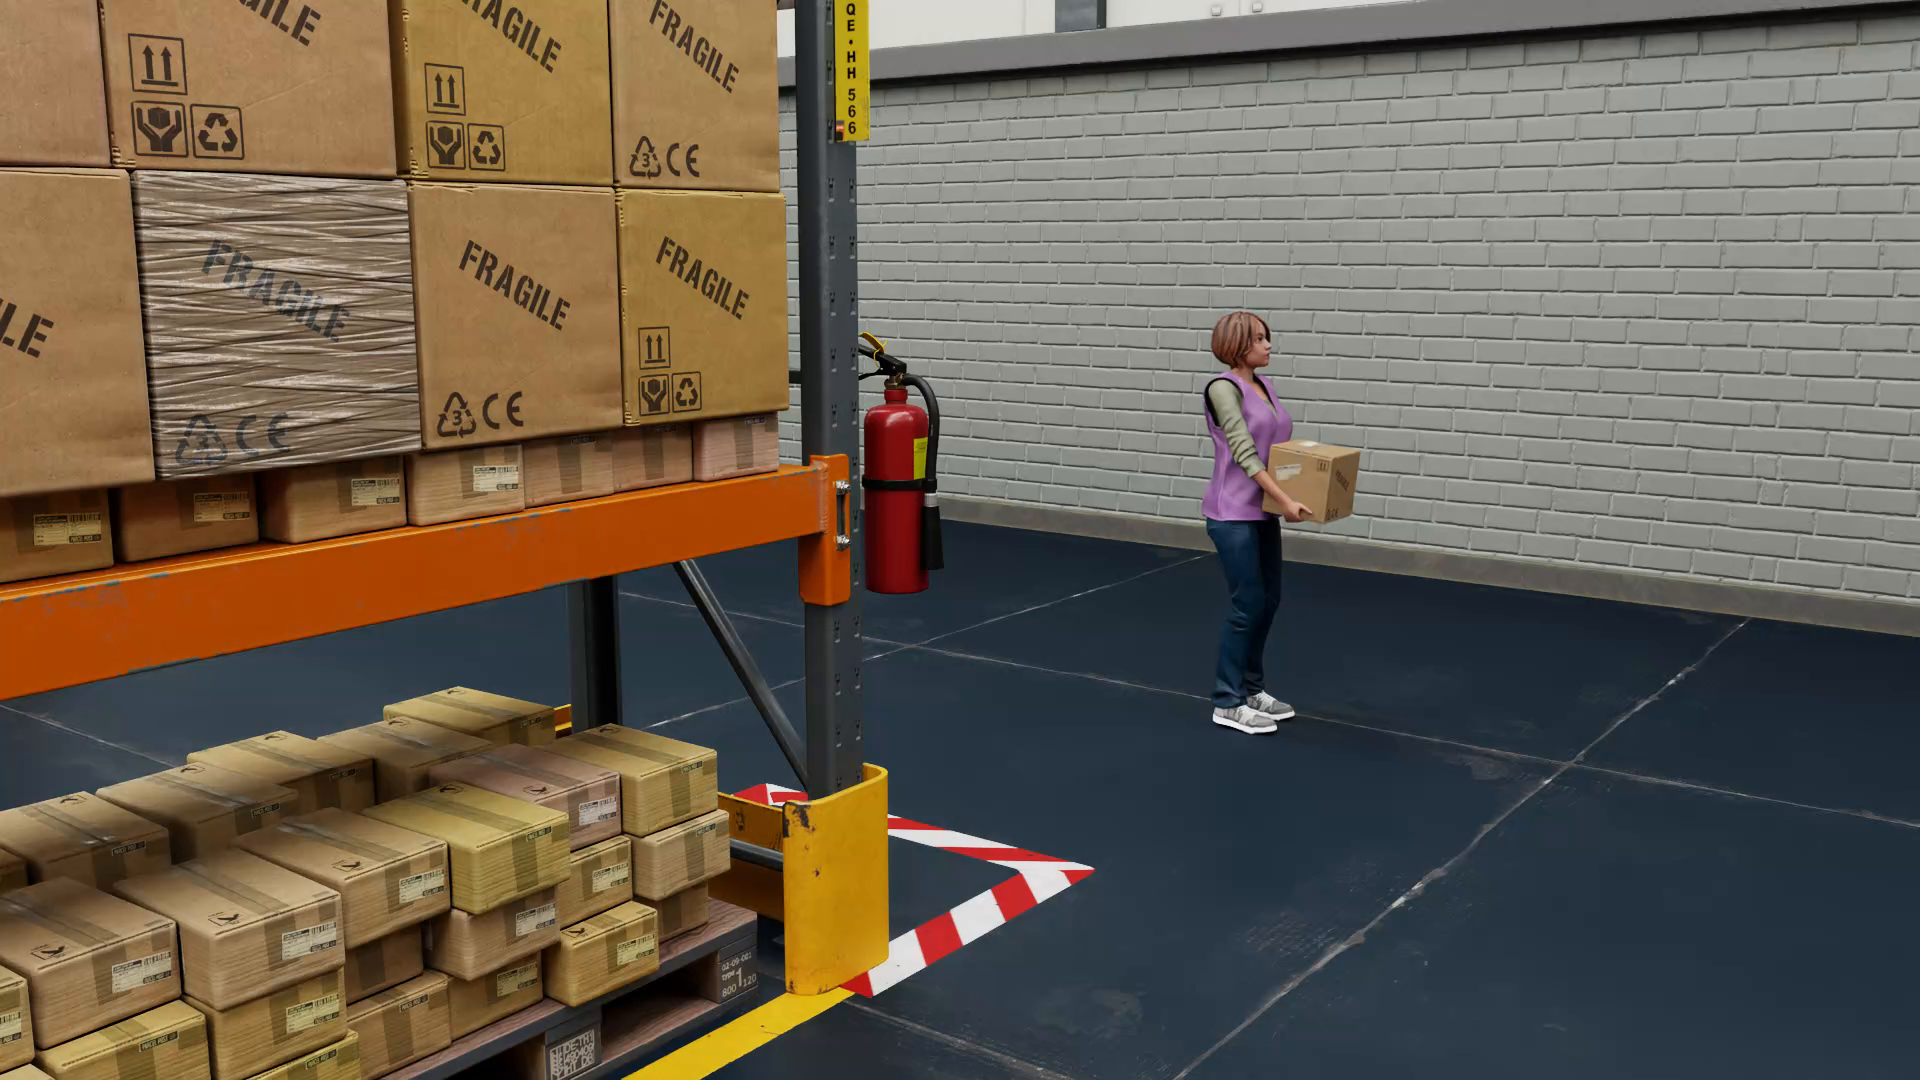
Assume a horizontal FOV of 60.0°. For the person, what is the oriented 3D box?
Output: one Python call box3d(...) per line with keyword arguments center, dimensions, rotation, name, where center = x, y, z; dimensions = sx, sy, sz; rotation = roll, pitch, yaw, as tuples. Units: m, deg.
box3d(center=(1.167, -0.067, 6.328), dimensions=(0.500, 1.588, 0.406), rotation=(7, 12, 36), name="person")
